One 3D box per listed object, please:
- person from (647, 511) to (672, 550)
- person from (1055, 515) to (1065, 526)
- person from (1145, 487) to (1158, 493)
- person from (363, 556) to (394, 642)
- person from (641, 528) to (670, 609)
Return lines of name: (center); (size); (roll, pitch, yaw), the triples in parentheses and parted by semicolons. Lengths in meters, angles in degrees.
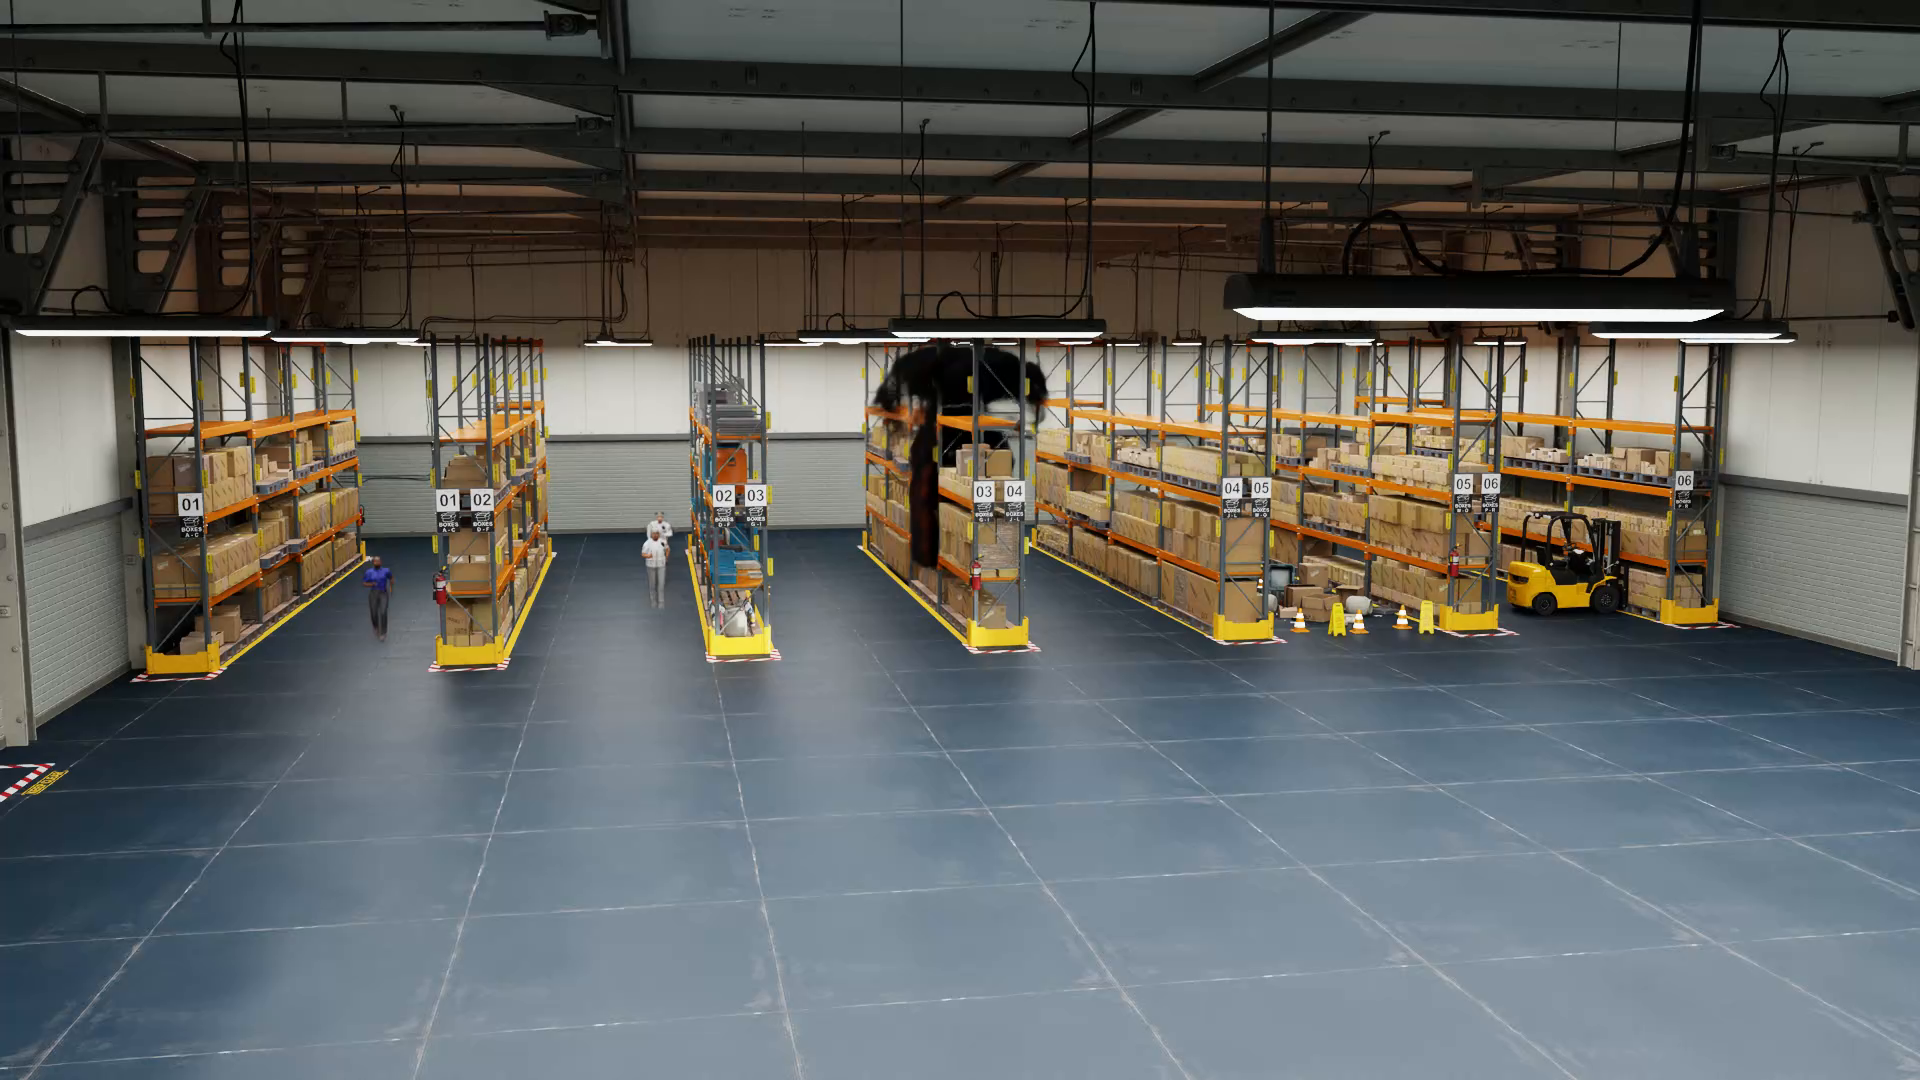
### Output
person: (-7.536, 0.118, 41.724); (0.619, 1.725, 0.827); (-1, 7, -7)
person: (3.160, -0.845, 50.345); (0.585, 1.608, 0.579); (-4, 8, -31)
person: (5.755, -0.928, 50.684); (0.777, 1.761, 0.685); (-2, 7, -18)
person: (-11.472, 1.125, 32.823); (0.575, 1.645, 0.938); (-2, 7, -17)
person: (-6.401, 0.589, 35.030); (0.606, 1.710, 0.859); (-2, 7, -14)
